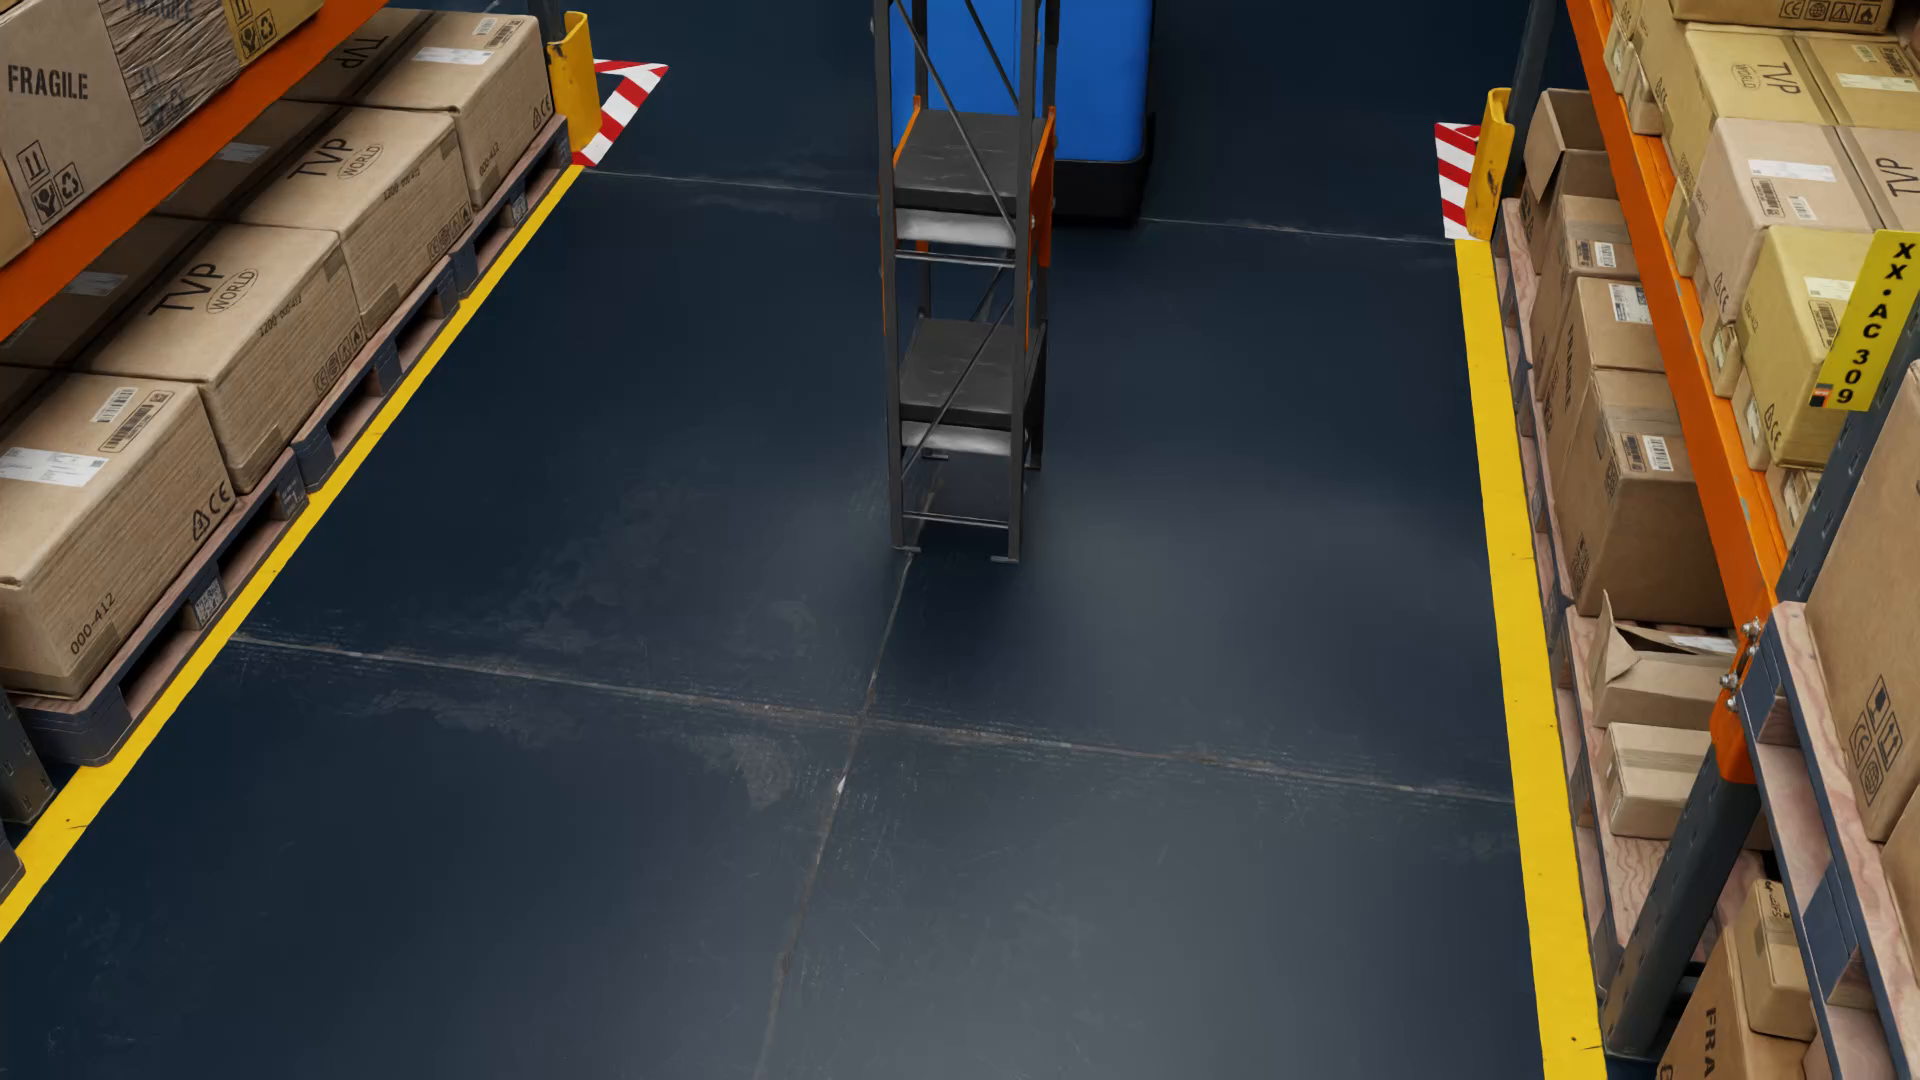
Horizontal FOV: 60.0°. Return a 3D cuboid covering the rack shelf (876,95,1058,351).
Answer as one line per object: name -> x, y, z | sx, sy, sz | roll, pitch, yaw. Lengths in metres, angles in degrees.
rack shelf -> 0.029, -0.903, 4.715 | 0.431, 0.518, 0.480 | 6, 40, 8

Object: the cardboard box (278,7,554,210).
cardboard box -> -2.231, -1.758, 6.703 | 0.875, 0.438, 0.875 | 5, 40, 6

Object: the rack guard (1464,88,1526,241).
rack guard -> 2.661, -1.453, 6.615 | 1.175, 0.500, 0.348 | 6, 40, 8

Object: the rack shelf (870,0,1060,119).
rack shelf -> 0.029, -1.442, 4.269 | 0.431, 0.518, 0.480 | 6, 40, 8

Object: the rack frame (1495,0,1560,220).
rack frame -> 2.674, -2.464, 5.876 | 1.000, 3.000, 0.127 | 6, 40, 8

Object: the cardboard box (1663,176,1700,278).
cardboard box -> 1.922, -0.741, 3.989 | 0.380, 0.149, 0.250 | 6, 40, 7

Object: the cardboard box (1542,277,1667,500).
cardboard box -> 2.099, -0.436, 5.055 | 0.500, 0.500, 0.500 | 7, 40, 8

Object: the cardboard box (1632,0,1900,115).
cardboard box -> 2.091, -1.307, 4.361 | 0.500, 0.250, 0.500 | 5, 40, 7

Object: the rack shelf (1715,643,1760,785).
rack shelf -> 1.636, 1.579, 1.551 | 1.077, 0.370, 4.000 | 6, 40, 8

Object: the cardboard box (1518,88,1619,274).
cardboard box -> 2.475, -1.290, 6.086 | 0.797, 0.503, 0.637 | 5, 40, 6

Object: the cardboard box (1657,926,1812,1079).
cardboard box -> 1.677, 1.127, 3.165 | 0.500, 0.500, 0.500 | 8, 40, 10

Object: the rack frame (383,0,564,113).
rack frame -> -2.215, -3.009, 6.535 | 1.000, 3.000, 0.127 | 6, 40, 8

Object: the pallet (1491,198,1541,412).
pallet -> 2.524, -0.841, 6.101 | 1.003, 0.211, 1.213 | 6, 40, 8

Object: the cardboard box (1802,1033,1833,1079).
cardboard box -> 1.686, 0.976, 2.838 | 0.380, 0.149, 0.250 | 5, 40, 6

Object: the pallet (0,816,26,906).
pallet -> -2.967, 1.069, 3.791 | 1.003, 0.211, 1.213 | 6, 40, 8

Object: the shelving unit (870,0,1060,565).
shelving unit -> 0.029, -0.913, 4.707 | 0.431, 2.100, 0.503 | 6, 40, 8

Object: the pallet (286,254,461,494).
pallet -> -2.490, -0.660, 5.883 | 1.003, 0.211, 1.213 | 6, 40, 8

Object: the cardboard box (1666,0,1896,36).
cardboard box -> 2.071, -1.613, 4.143 | 0.500, 0.500, 0.500 | 7, 40, 9

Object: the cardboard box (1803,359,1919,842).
cardboard box -> 1.678, 0.125, 2.336 | 0.700, 0.500, 0.500 | 7, 40, 9

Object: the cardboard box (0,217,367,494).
cardboard box -> -2.539, -0.617, 5.323 | 0.875, 0.438, 0.875 | 5, 40, 6

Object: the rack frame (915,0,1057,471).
rack frame -> 0.071, -1.066, 4.892 | 0.400, 2.100, 0.015 | 6, 40, 8

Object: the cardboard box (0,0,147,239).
cardboard box -> -2.477, -1.118, 4.169 | 0.500, 0.500, 0.500 | 7, 40, 8

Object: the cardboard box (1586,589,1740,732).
cardboard box -> 1.851, 0.332, 4.310 | 0.396, 0.266, 0.258 | 8, 40, 9

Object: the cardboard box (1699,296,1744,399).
cardboard box -> 1.833, -0.416, 3.596 | 0.380, 0.149, 0.250 | 7, 40, 9

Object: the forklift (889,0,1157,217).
forklift -> 0.362, -3.363, 7.018 | 1.130, 2.935, 3.031 | 4, 40, 5

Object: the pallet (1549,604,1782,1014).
pallet -> 2.102, 0.691, 4.249 | 1.003, 0.211, 1.213 | 6, 40, 8

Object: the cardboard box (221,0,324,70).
cardboard box -> -2.296, -1.753, 4.937 | 0.500, 0.500, 0.500 | 8, 40, 9

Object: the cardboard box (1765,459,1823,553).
cardboard box -> 1.788, -0.084, 3.195 | 0.380, 0.149, 0.250 | 7, 40, 8

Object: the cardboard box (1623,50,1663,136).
cardboard box -> 2.050, -1.220, 4.569 | 0.380, 0.149, 0.250 | 7, 40, 9

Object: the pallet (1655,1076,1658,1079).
pallet -> 1.878, 1.636, 3.106 | 1.003, 0.211, 1.213 | 6, 40, 8

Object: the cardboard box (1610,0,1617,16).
cardboard box -> 2.233, -1.705, 5.156 | 0.380, 0.149, 0.250 | 8, 40, 9

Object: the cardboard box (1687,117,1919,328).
cardboard box -> 1.902, -0.673, 3.594 | 0.500, 0.250, 0.500 | 7, 40, 8

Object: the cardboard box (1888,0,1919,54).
cardboard box -> 2.584, -1.241, 4.281 | 0.500, 0.250, 0.500 | 6, 40, 8
